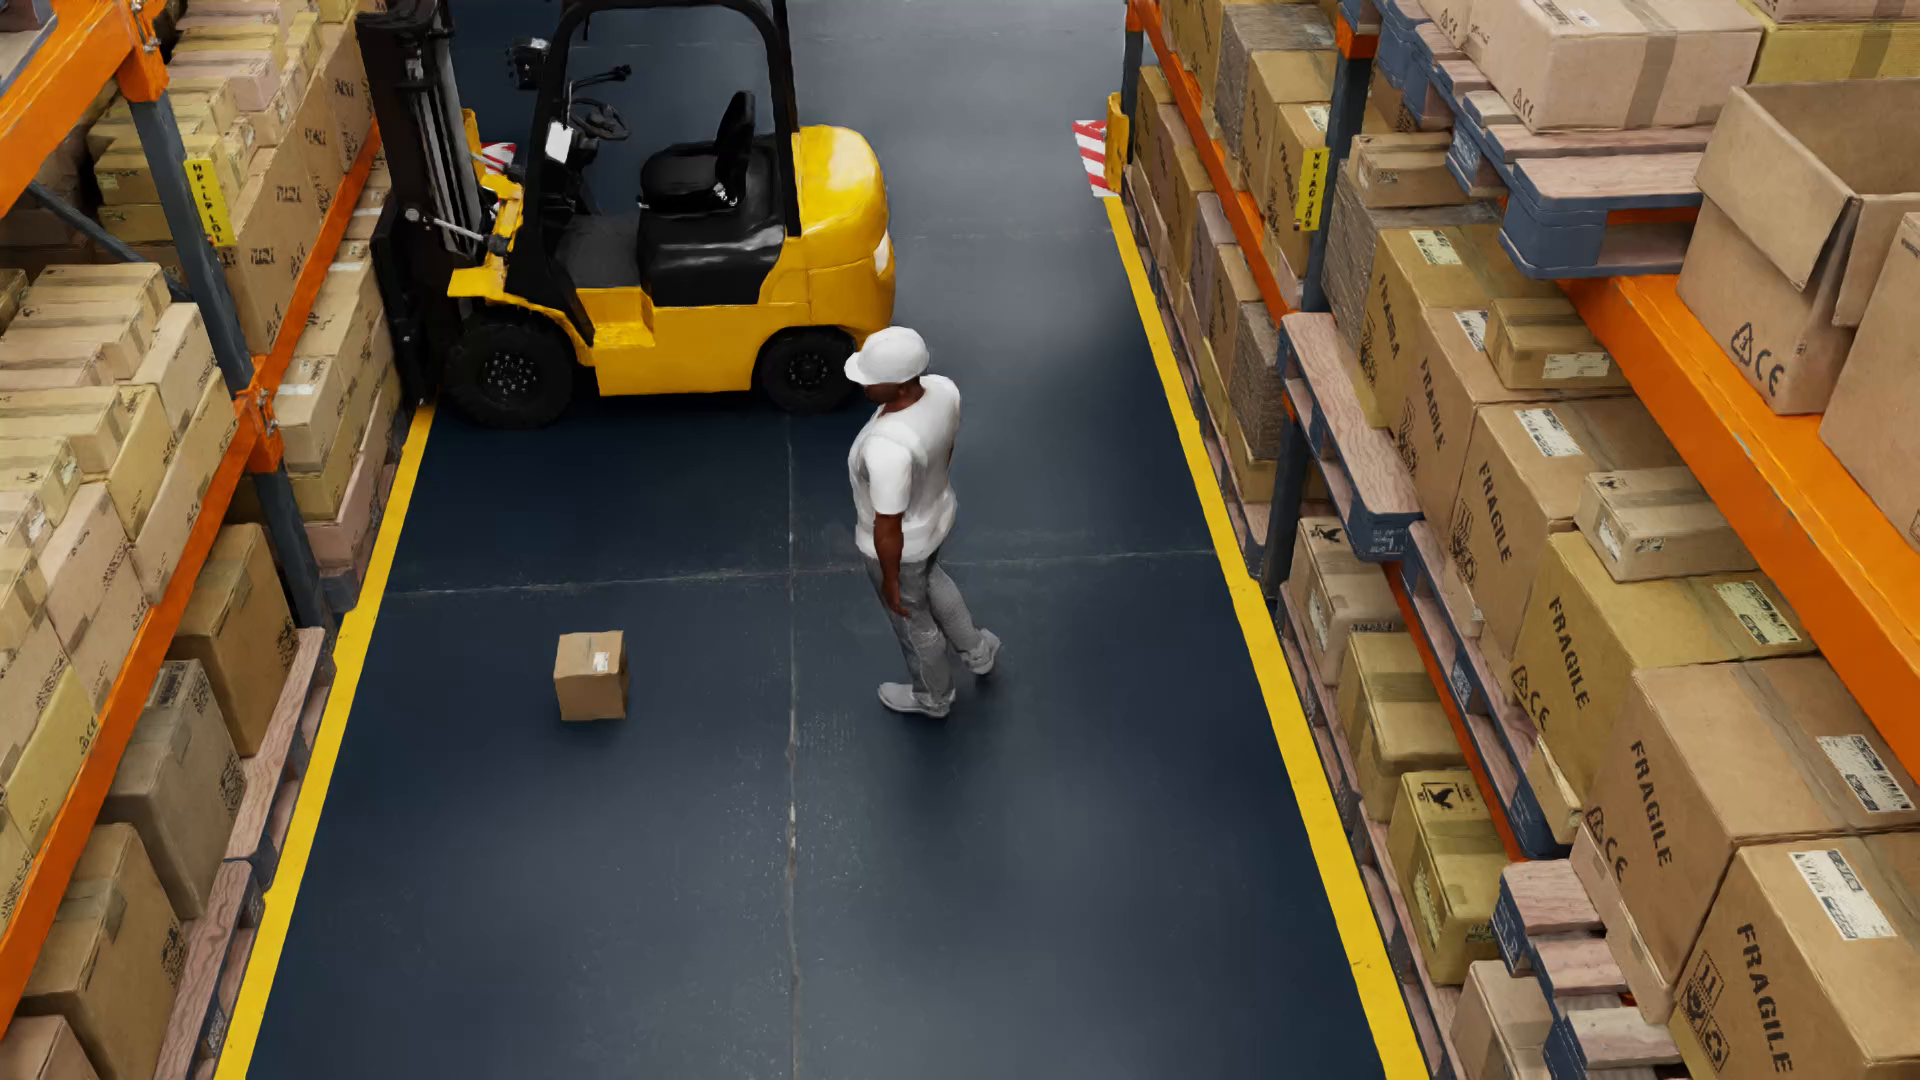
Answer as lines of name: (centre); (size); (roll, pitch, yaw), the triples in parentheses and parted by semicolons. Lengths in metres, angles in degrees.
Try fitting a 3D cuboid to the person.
person: (-0.125, -0.055, 6.179); (0.451, 1.756, 0.730); (17, 42, 20)
